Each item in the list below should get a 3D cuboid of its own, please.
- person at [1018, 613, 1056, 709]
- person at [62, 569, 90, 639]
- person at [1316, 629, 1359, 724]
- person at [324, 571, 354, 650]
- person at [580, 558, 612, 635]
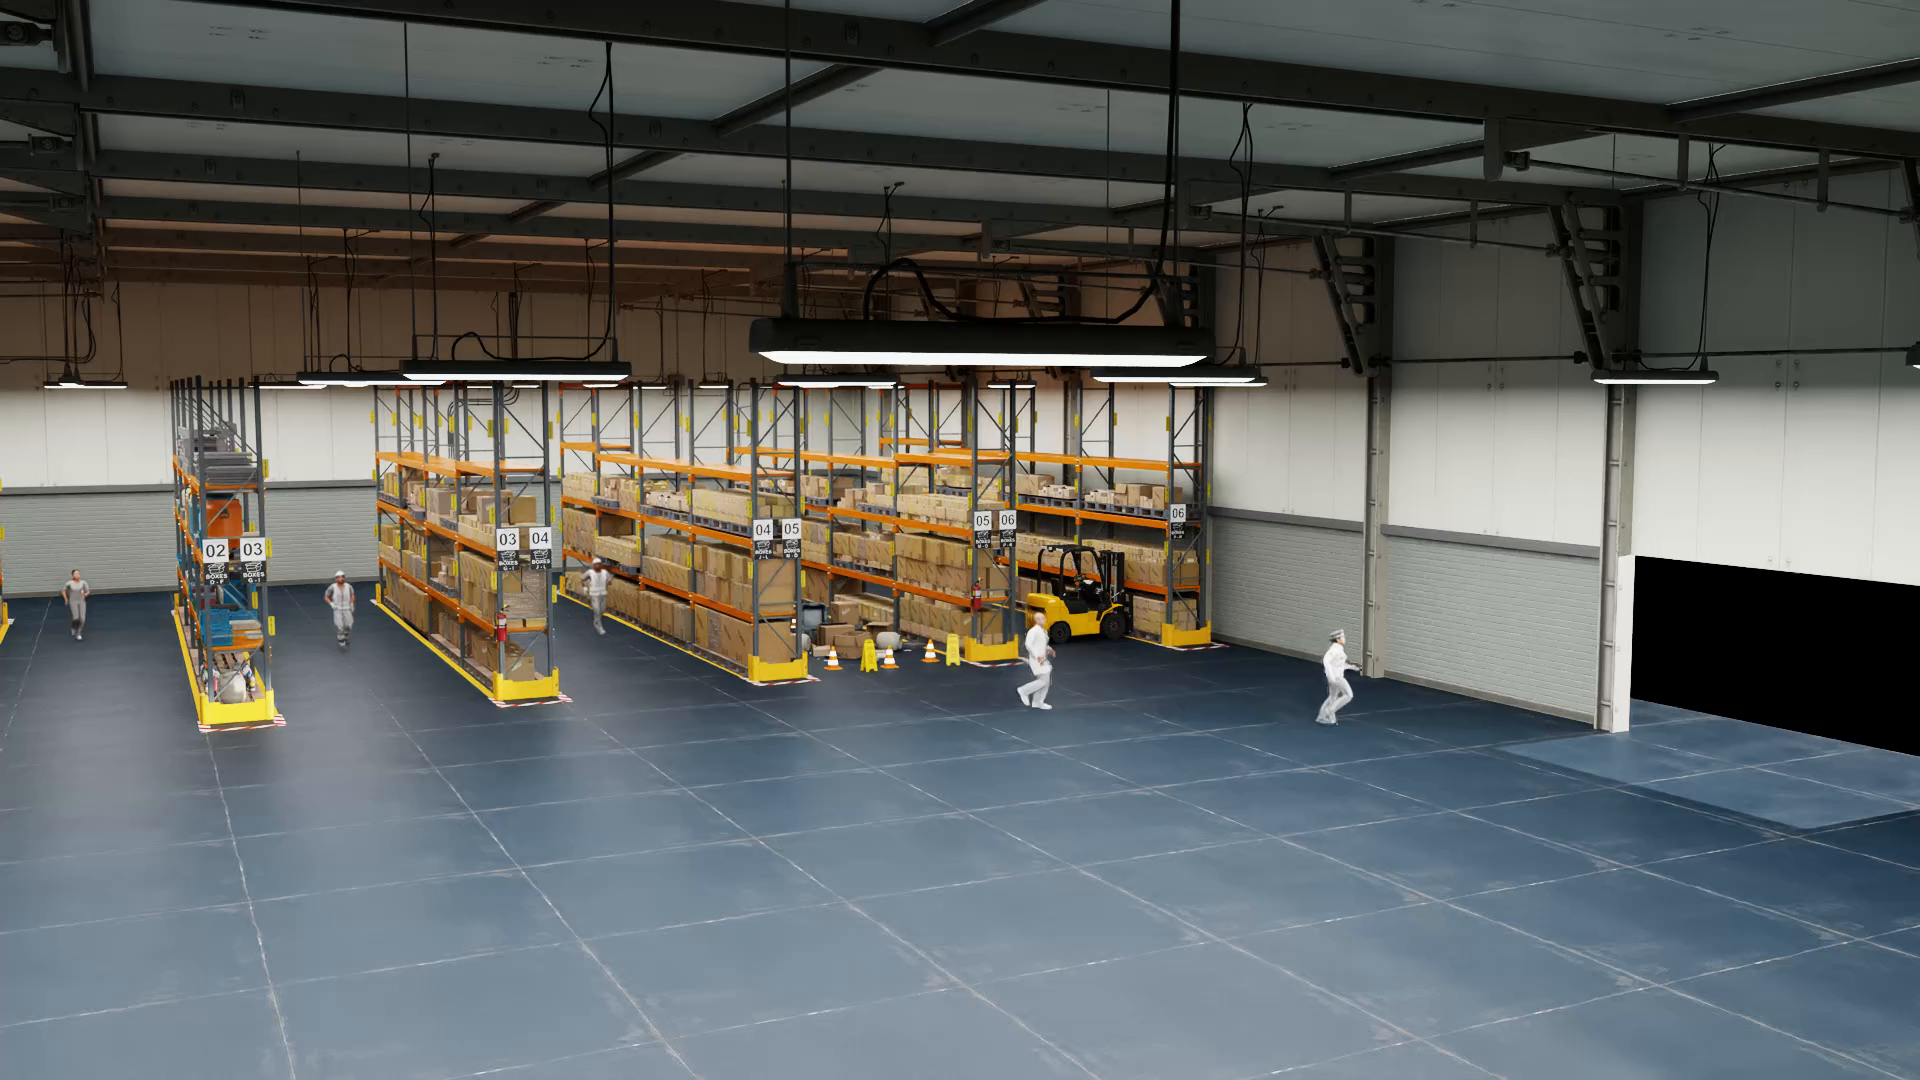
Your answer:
[{"bbox_3d":[1.385,2.181,30.123,0.636,1.750,0.731,2,5,18],"label":"person"},{"bbox_3d":[-20.421,1.491,38.477,0.557,1.630,0.553,-4,6,-38],"label":"person"},{"bbox_3d":[6.492,2.349,28.536,0.691,1.642,0.583,1,5,11],"label":"person"},{"bbox_3d":[-13.760,1.563,36.954,0.661,1.745,0.586,-3,6,-32],"label":"person"},{"bbox_3d":[-8.571,1.307,39.376,0.687,1.763,1.003,-3,6,-34],"label":"person"}]
